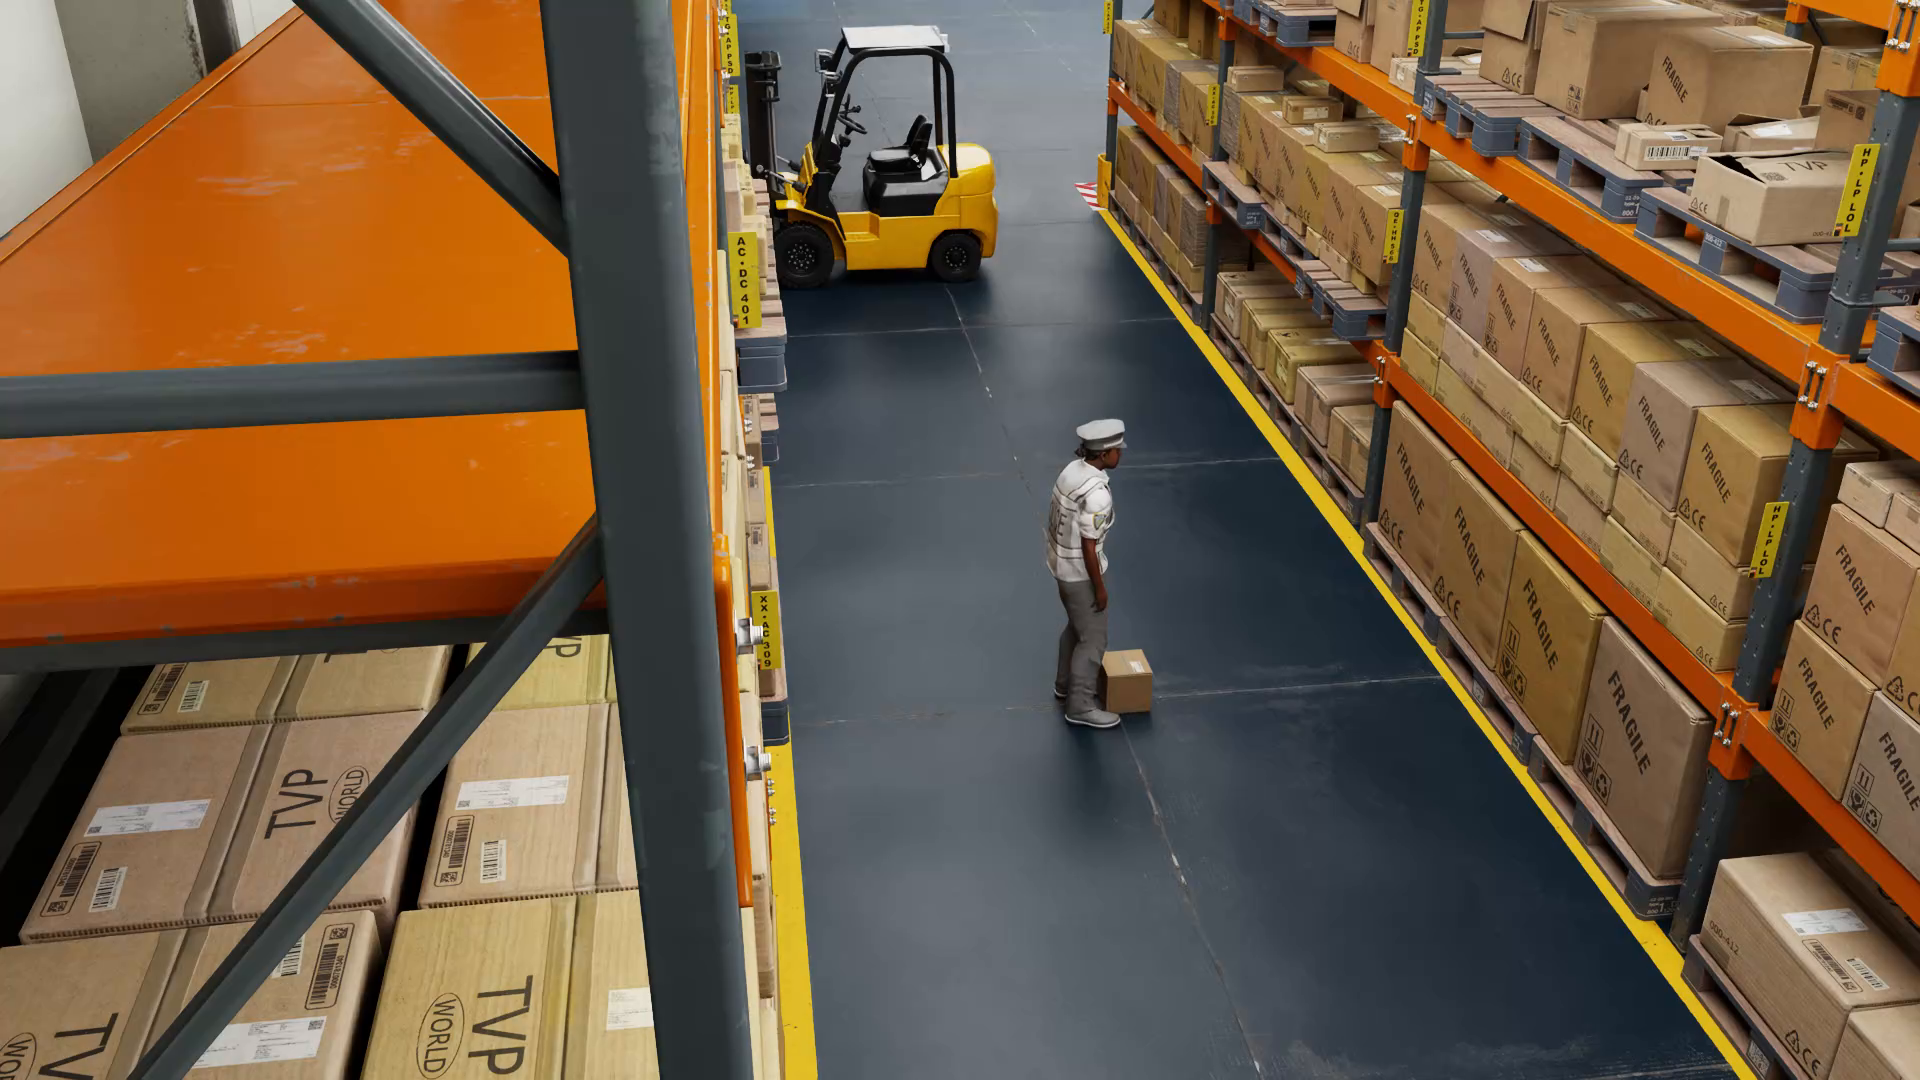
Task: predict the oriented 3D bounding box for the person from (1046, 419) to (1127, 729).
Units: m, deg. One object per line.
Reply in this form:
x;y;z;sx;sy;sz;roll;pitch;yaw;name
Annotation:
0.664;0.168;8.764;0.398;1.660;0.530;-5;28;-9;person
